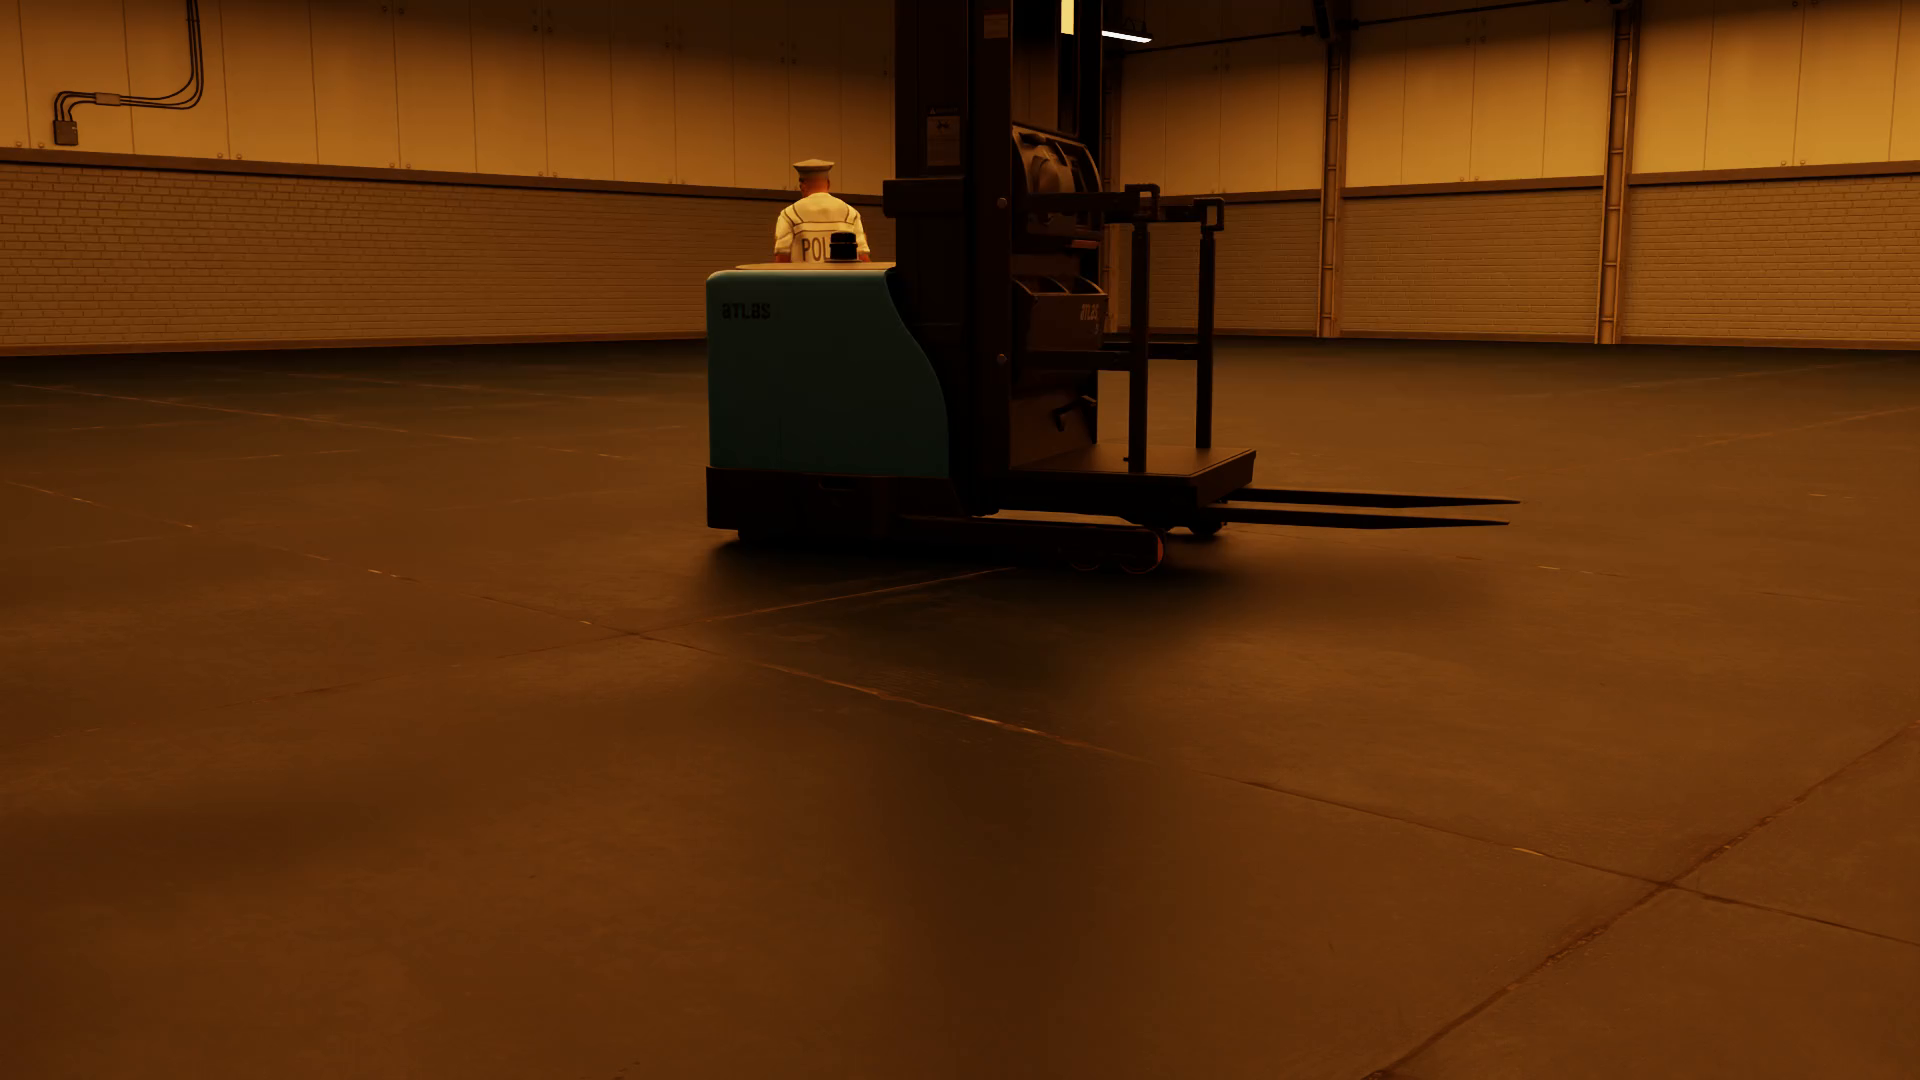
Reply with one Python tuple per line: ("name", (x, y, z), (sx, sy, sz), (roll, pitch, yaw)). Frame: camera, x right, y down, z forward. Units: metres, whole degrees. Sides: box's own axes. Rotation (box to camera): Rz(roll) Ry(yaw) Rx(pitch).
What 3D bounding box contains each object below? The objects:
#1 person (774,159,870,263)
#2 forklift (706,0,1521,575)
("person", (-0.797, -1.335, 9.702), (0.607, 1.750, 0.437), (-2, 9, -15))
("forklift", (0.565, -1.416, 6.275), (3.031, 2.935, 1.130), (3, 9, 22))
